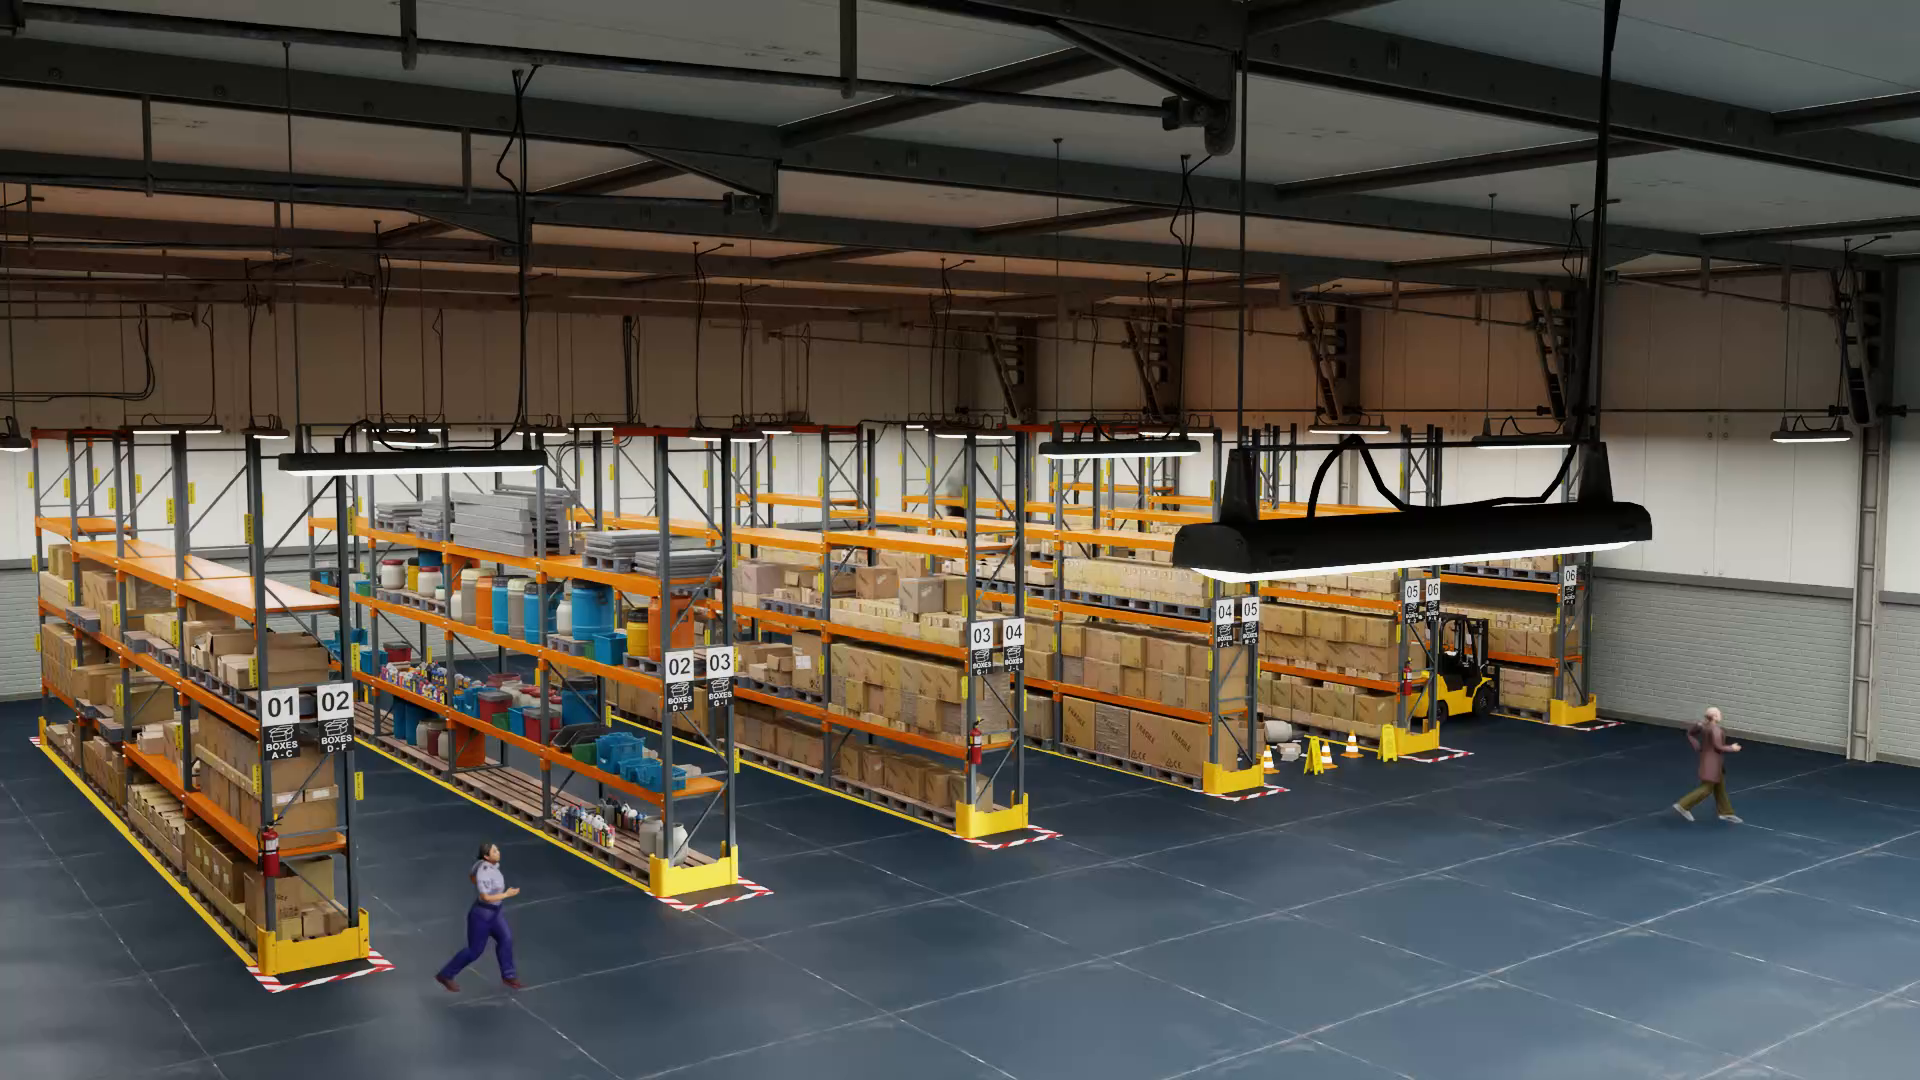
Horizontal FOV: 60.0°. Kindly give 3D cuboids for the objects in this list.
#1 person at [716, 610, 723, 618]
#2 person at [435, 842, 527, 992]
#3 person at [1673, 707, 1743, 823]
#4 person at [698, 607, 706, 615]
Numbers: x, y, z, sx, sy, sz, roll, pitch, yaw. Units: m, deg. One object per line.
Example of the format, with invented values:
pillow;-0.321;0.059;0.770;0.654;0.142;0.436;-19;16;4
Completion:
person;-5.454;2.471;38.115;0.689;1.737;0.679;-2;5;-24
person;-5.194;4.100;18.026;0.923;1.684;0.608;0;5;-6
person;11.439;3.433;25.285;1.006;1.790;0.709;1;5;8
person;-6.173;2.419;39.167;0.694;1.720;0.659;-3;5;-31
